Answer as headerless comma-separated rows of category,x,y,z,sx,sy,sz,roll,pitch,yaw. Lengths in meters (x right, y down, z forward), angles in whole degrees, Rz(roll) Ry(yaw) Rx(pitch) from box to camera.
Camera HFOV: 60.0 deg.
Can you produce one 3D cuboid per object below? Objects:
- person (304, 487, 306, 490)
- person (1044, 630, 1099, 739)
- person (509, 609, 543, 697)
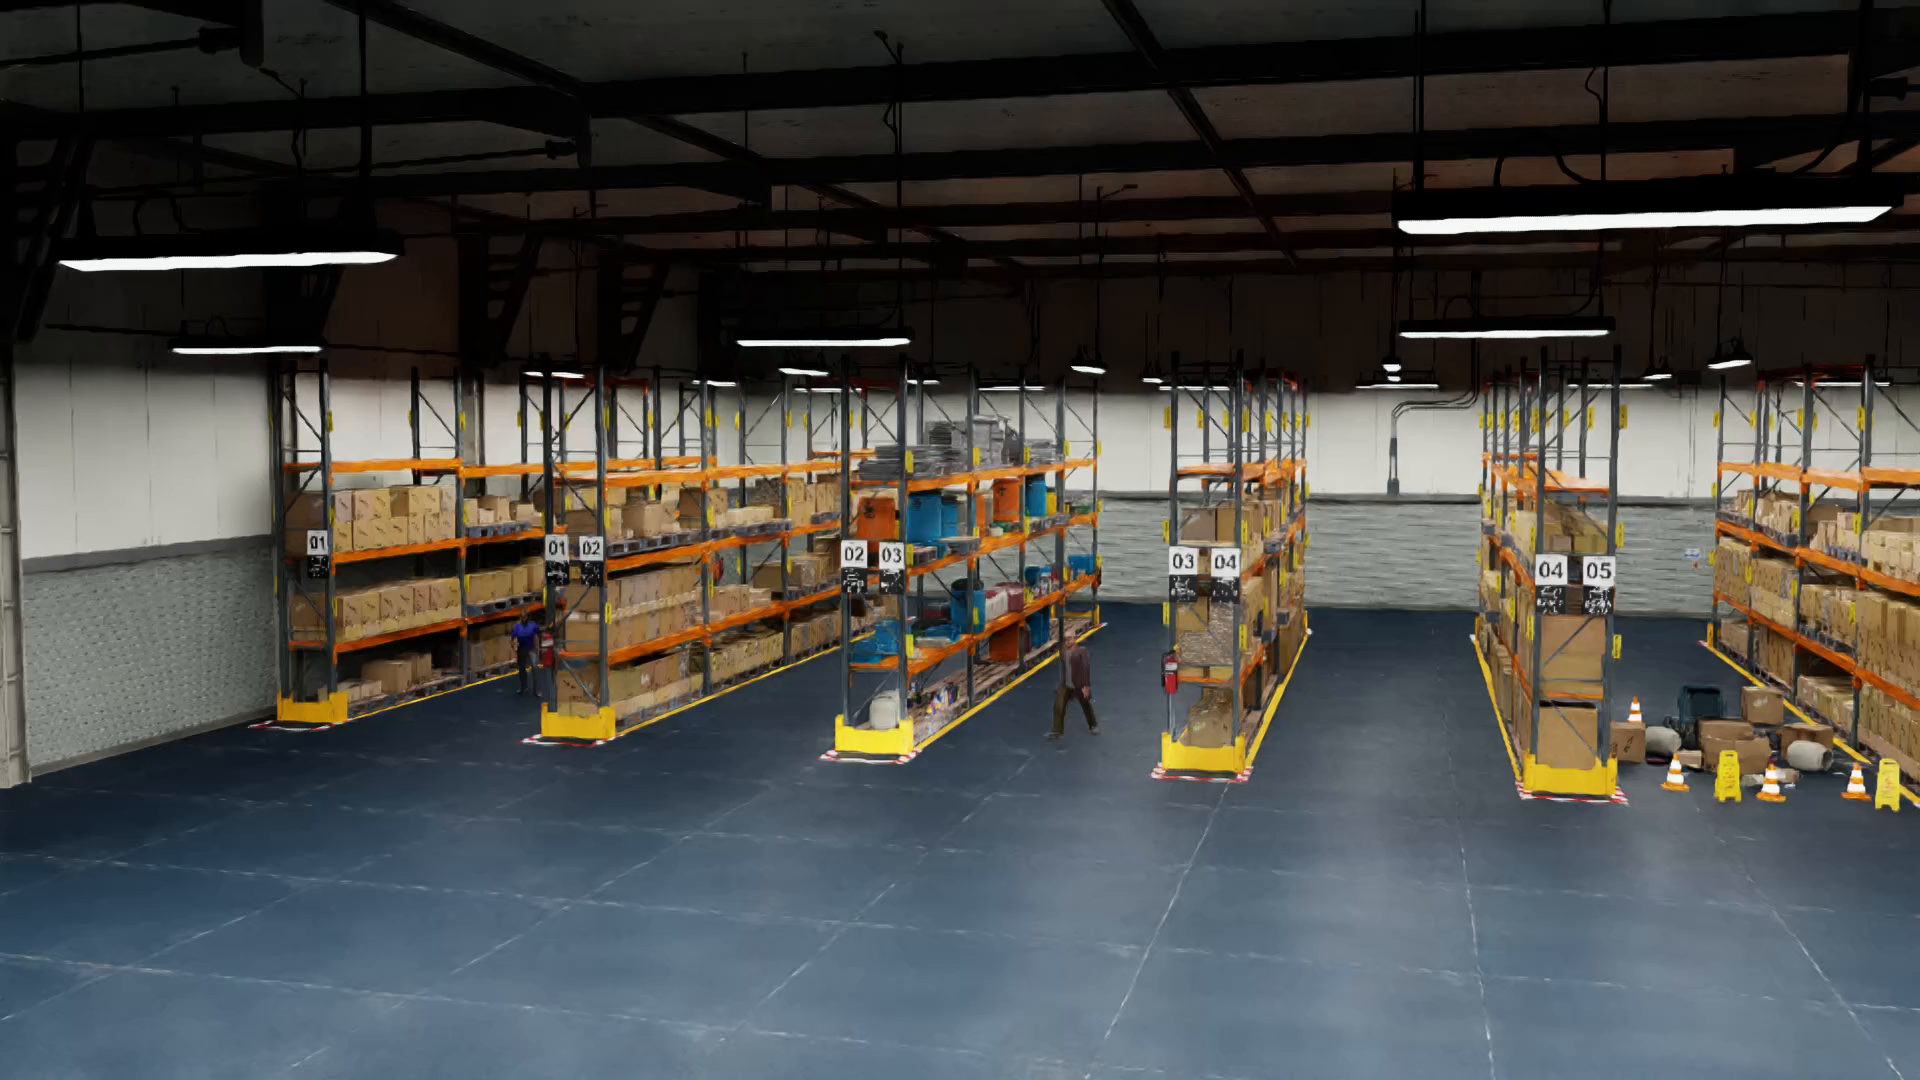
person,-2.721,0.630,33.866,14.094,3.887,14.386,1,4,13
person,1.801,2.263,26.186,0.596,1.728,1.047,3,5,36
person,-7.847,2.025,30.240,0.621,1.588,0.828,0,4,-2
